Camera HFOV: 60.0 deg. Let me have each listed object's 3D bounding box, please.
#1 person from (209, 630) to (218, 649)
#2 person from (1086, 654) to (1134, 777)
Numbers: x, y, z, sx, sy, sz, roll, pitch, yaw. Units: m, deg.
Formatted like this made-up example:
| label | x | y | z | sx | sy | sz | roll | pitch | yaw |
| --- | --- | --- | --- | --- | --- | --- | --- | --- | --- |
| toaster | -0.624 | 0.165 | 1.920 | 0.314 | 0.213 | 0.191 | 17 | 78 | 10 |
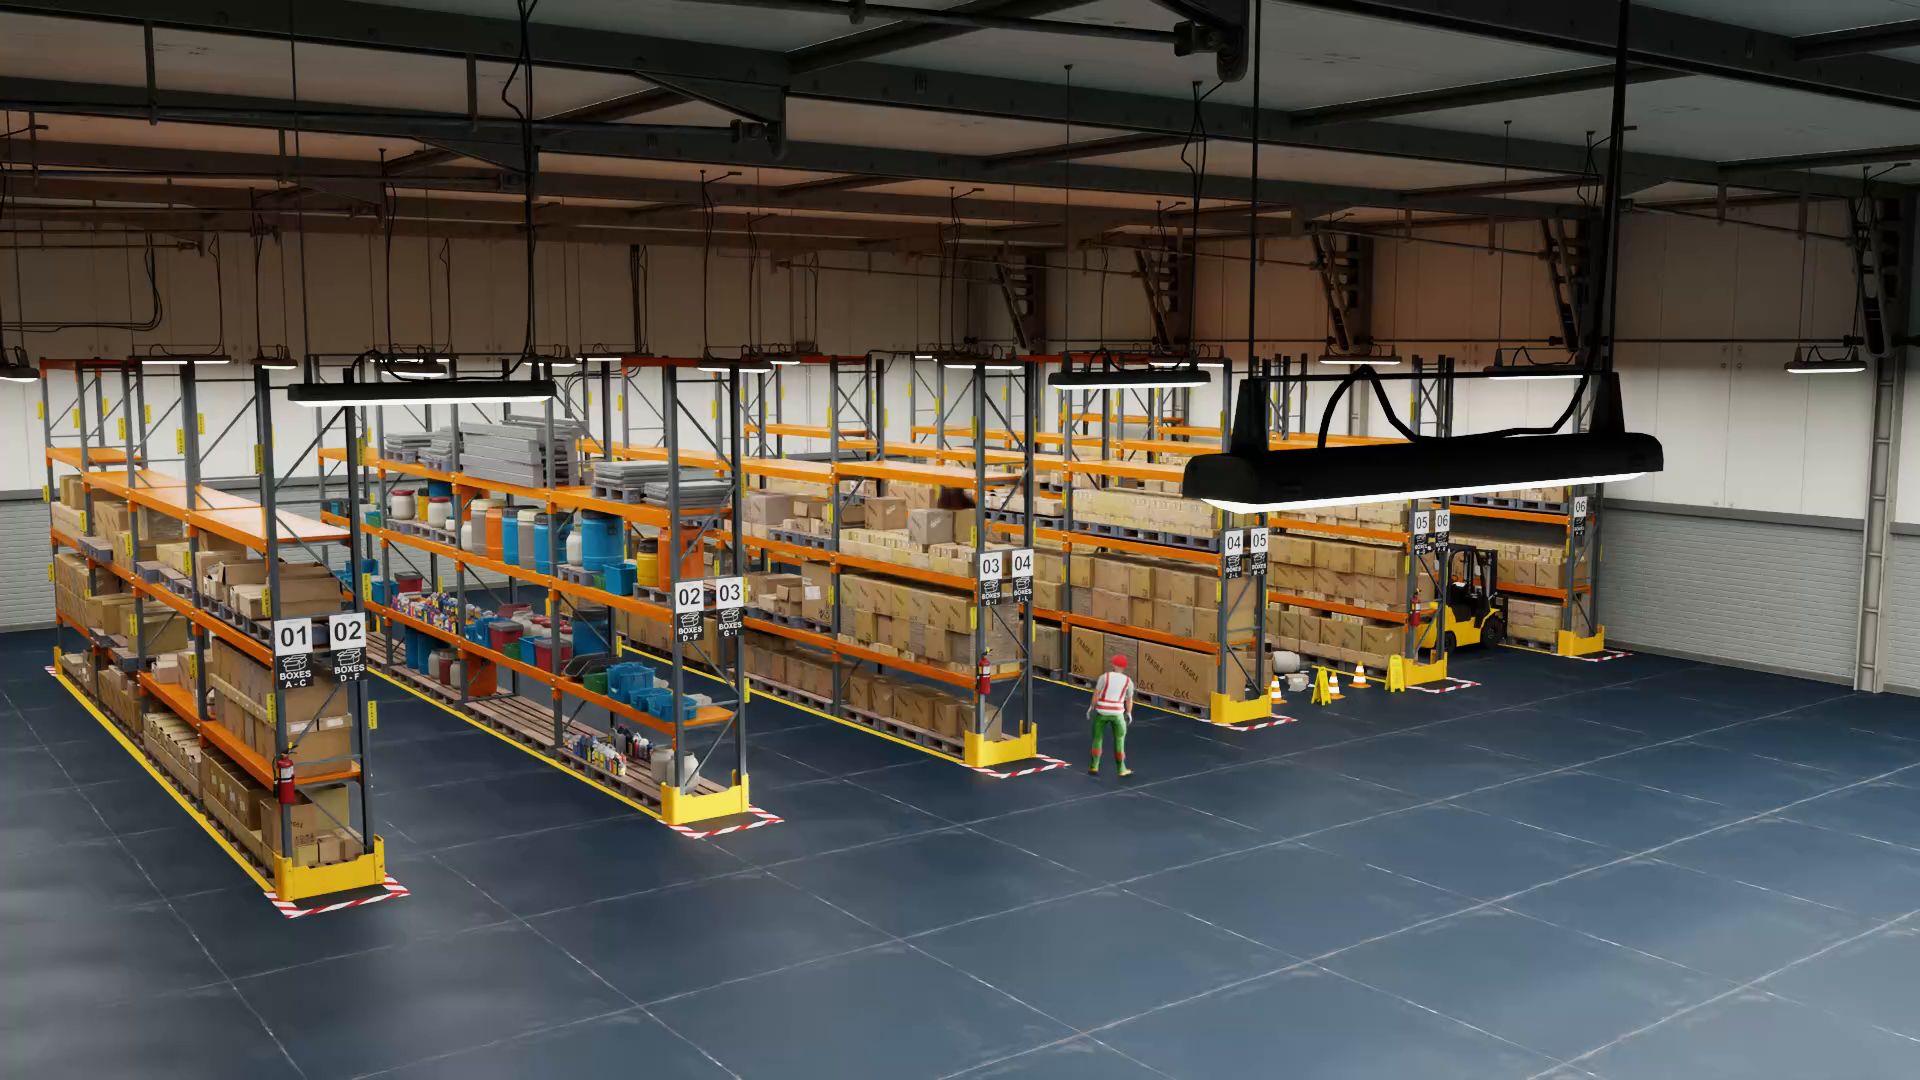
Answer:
| label | x | y | z | sx | sy | sz | roll | pitch | yaw |
| --- | --- | --- | --- | --- | --- | --- | --- | --- | --- |
| person | -13.323 | 1.919 | 29.827 | 0.555 | 1.636 | 1.048 | -5 | 9 | -38 |
| person | 2.180 | 2.561 | 24.287 | 0.700 | 1.824 | 0.432 | 1 | 7 | 9 |
